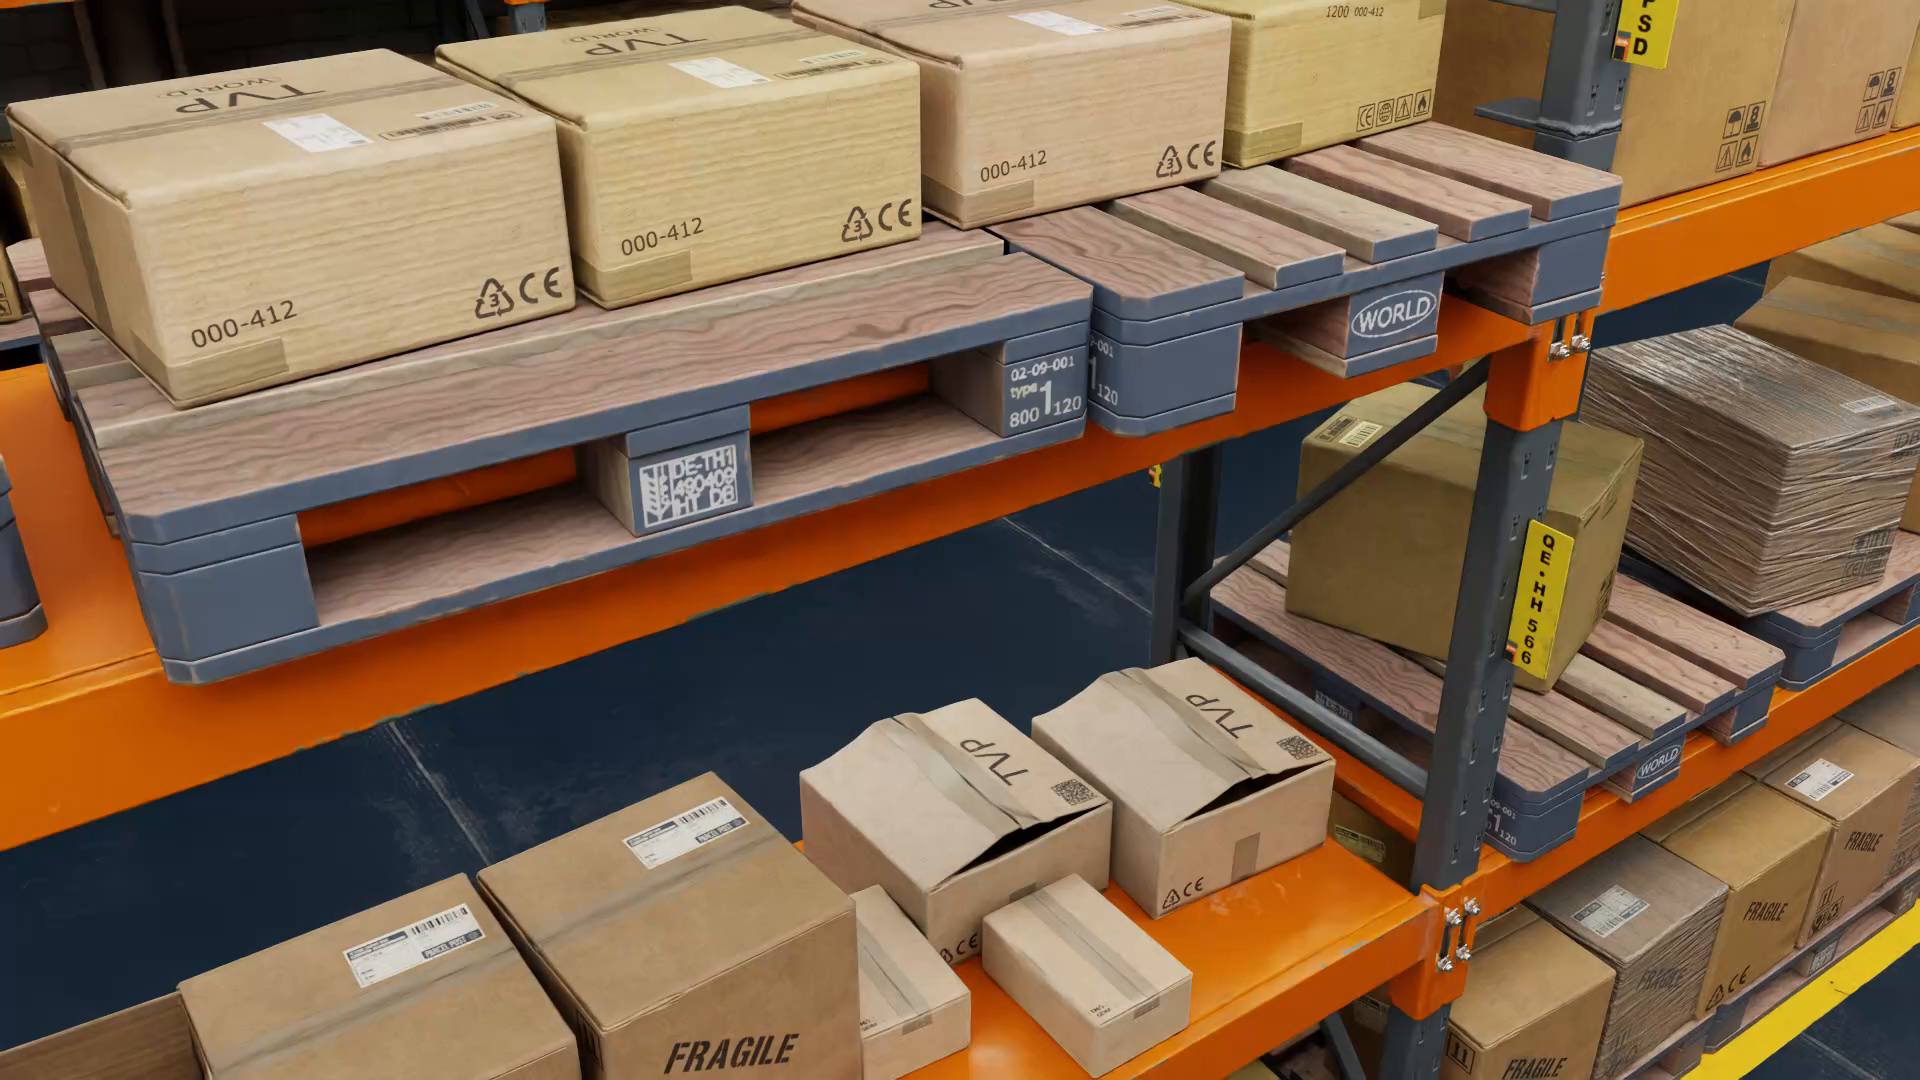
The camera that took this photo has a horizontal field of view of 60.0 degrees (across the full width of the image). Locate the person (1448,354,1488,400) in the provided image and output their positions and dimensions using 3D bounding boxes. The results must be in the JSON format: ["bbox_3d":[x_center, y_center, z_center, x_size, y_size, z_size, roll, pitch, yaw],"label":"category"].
[{"bbox_3d":[2.226,-0.547,7.110,0.798,1.642,0.446,-17,33,-28],"label":"person"}]
